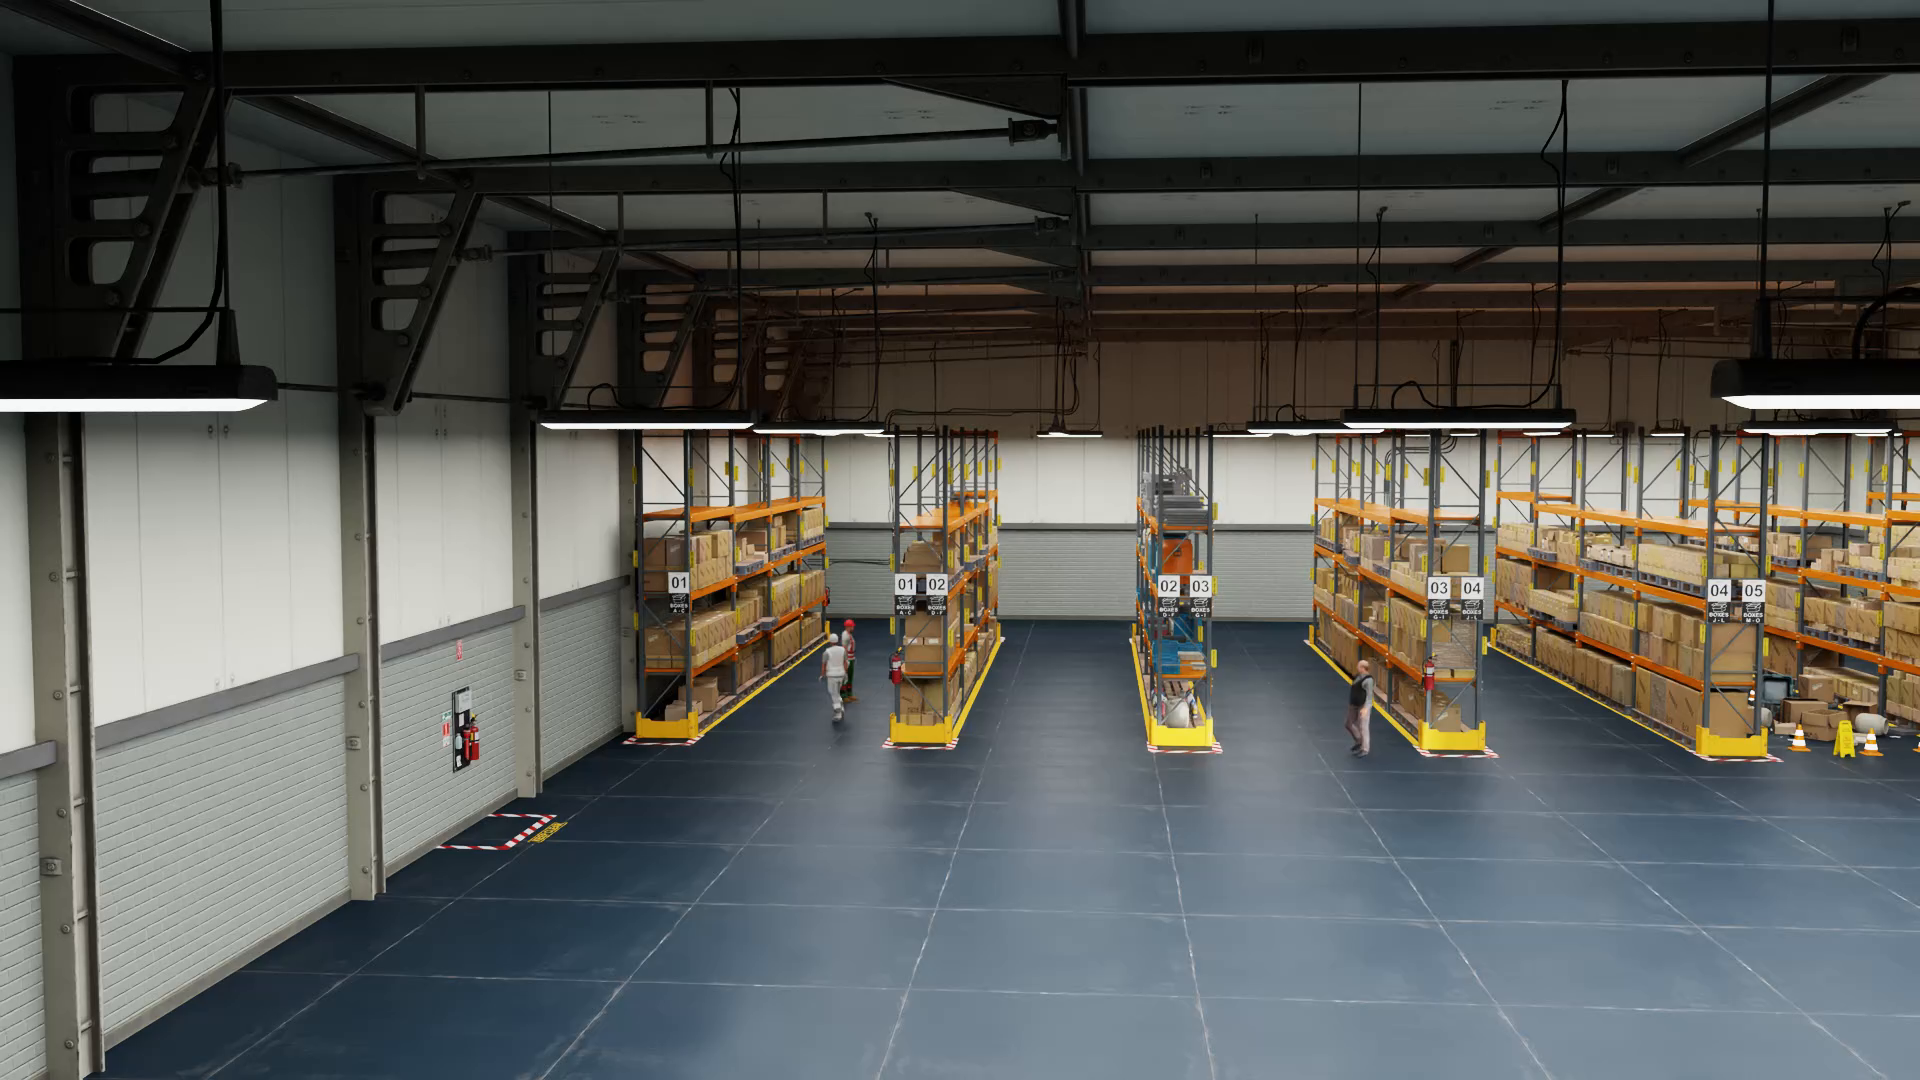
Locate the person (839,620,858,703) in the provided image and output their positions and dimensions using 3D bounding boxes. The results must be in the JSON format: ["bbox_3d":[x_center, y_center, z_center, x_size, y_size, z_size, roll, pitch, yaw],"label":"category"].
[{"bbox_3d":[-2.437,2.637,36.367,0.402,1.801,0.563,0,3,6],"label":"person"}]

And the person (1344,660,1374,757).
[{"bbox_3d":[7.266,3.043,30.240,0.478,1.728,0.630,-2,4,-26],"label":"person"}]

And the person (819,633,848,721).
[{"bbox_3d":[-2.592,2.801,33.823,0.482,1.823,0.543,3,4,40],"label":"person"}]

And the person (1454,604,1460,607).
[{"bbox_3d":[12.887,2.261,43.840,0.551,1.814,0.935,0,3,4],"label":"person"}]
